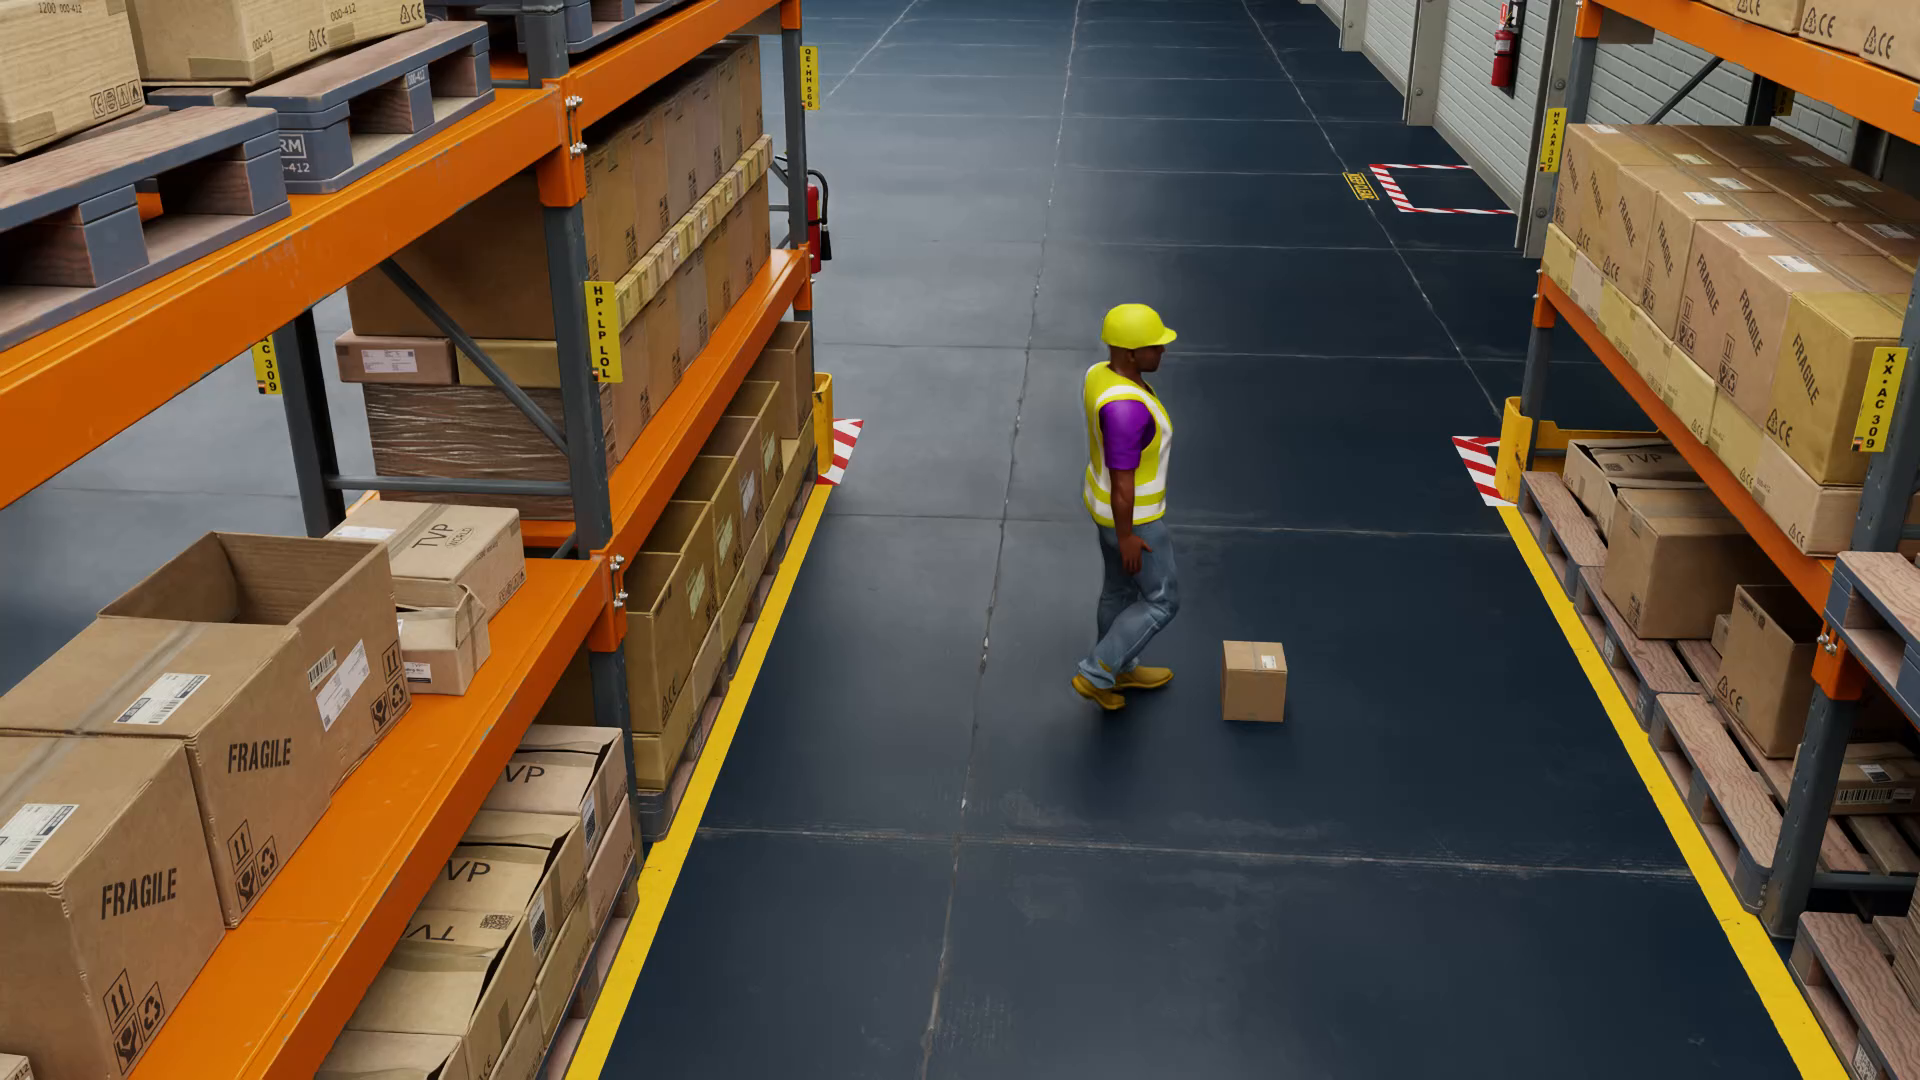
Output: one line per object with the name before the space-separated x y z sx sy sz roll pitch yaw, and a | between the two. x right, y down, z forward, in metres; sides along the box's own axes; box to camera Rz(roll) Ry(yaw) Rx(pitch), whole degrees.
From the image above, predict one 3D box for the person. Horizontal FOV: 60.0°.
person | 0.689 -0.127 6.836 0.515 1.767 0.587 -4 25 -9
